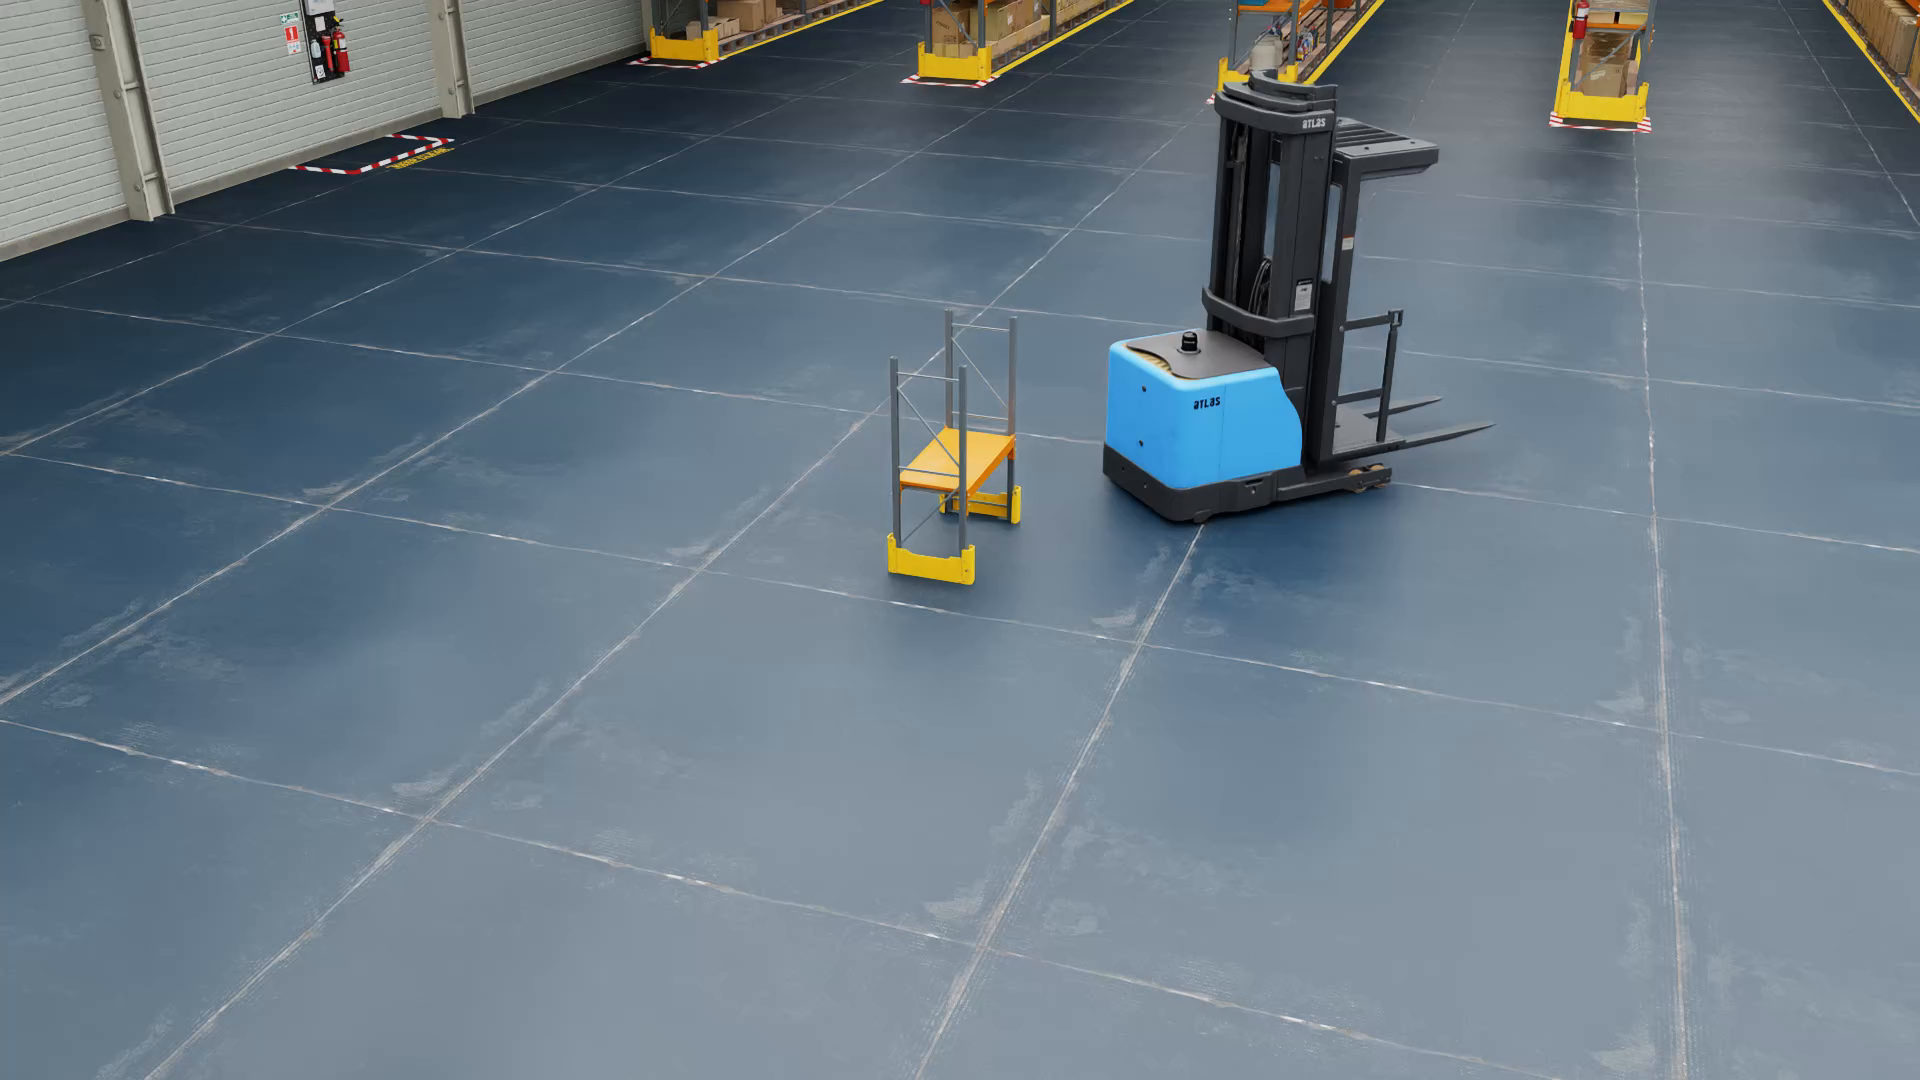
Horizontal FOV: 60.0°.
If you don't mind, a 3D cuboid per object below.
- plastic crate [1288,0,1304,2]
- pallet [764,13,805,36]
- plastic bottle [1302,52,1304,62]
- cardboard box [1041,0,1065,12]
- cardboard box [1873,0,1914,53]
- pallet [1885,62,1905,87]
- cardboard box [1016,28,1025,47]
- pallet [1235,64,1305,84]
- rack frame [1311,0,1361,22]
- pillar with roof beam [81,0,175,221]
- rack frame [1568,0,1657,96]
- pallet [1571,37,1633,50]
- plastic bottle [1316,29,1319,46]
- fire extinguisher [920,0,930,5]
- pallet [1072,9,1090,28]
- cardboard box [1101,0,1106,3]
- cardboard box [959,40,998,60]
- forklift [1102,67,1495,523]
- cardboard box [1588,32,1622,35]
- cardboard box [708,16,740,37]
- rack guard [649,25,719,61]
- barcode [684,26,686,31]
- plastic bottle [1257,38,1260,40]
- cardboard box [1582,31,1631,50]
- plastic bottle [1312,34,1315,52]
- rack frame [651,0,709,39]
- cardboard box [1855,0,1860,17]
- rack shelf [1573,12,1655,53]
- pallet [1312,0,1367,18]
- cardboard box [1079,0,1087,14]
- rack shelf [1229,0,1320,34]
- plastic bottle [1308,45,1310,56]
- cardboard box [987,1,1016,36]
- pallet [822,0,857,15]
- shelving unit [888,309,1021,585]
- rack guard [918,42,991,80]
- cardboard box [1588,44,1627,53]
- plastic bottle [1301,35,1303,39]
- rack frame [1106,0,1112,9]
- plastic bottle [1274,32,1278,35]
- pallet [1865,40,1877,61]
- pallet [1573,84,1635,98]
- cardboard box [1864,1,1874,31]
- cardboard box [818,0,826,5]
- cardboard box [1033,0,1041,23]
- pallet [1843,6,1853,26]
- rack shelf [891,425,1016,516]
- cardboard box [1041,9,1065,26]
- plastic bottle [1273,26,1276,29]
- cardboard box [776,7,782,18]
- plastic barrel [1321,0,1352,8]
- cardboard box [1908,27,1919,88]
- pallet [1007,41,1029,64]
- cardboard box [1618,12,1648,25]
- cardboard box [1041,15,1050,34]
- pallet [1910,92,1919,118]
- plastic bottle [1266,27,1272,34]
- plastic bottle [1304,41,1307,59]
[{"bbox_3d":[5.191,-8.377,25.636,0.298,0.136,0.250,9,27,17],"label":"plastic crate"},{"bbox_3d":[-3.612,-9.719,31.305,1.003,0.211,1.213,9,27,17],"label":"pallet"},{"bbox_3d":[5.521,-7.856,26.963,0.097,0.201,0.097,0,26,0],"label":"plastic bottle"},{"bbox_3d":[1.623,-9.876,30.459,0.500,0.311,0.500,9,27,18],"label":"cardboard box"},{"bbox_3d":[15.991,-8.563,27.817,1.050,0.750,0.750,9,27,18],"label":"cardboard box"},{"bbox_3d":[15.421,-7.413,26.541,1.003,0.211,1.213,9,27,17],"label":"pallet"},{"bbox_3d":[0.809,-8.650,28.571,0.500,0.250,0.500,9,27,17],"label":"cardboard box"},{"bbox_3d":[4.846,-7.291,26.290,1.003,0.211,1.213,9,27,17],"label":"pallet"},{"bbox_3d":[7.252,-11.462,31.706,1.000,3.000,0.127,9,27,17],"label":"rack frame"},{"bbox_3d":[-5.269,-7.169,15.954,9.100,9.000,0.400,9,27,17],"label":"pillar with roof beam"},{"bbox_3d":[9.260,-7.457,23.432,1.000,3.000,0.127,9,27,17],"label":"rack frame"},{"bbox_3d":[11.253,-8.669,29.135,1.003,0.211,1.213,9,27,17],"label":"pallet"},{"bbox_3d":[6.072,-8.549,28.300,0.061,0.283,0.133,10,28,20],"label":"plastic bottle"},{"bbox_3d":[-0.558,-8.879,26.458,0.296,0.674,0.183,9,27,17],"label":"fire extinguisher"},{"bbox_3d":[1.864,-10.095,32.081,1.003,0.211,1.213,9,27,17],"label":"pallet"},{"bbox_3d":[2.637,-10.882,33.181,0.500,0.250,0.500,9,27,19],"label":"cardboard box"},{"bbox_3d":[0.308,-8.034,27.299,0.500,0.250,0.500,9,27,17],"label":"cardboard box"},{"bbox_3d":[2.617,-1.861,11.954,3.031,2.935,1.130,-12,28,-23],"label":"forklift"},{"bbox_3d":[10.420,-8.006,26.953,0.500,0.500,0.500,8,27,16],"label":"cardboard box"},{"bbox_3d":[-4.248,-9.105,29.417,0.500,0.311,0.500,11,28,22],"label":"cardboard box"},{"bbox_3d":[-4.728,-8.518,28.492,1.175,0.500,0.348,9,27,17],"label":"rack guard"},{"bbox_3d":[-4.809,-8.940,29.066,0.001,0.075,0.075,9,27,17],"label":"barcode"},{"bbox_3d":[4.943,-8.122,27.427,0.152,0.276,0.135,8,27,16],"label":"plastic bottle"},{"bbox_3d":[10.816,-8.423,27.791,0.700,0.500,0.500,7,27,13],"label":"cardboard box"},{"bbox_3d":[5.899,-8.336,27.860,0.061,0.283,0.133,11,28,21],"label":"plastic bottle"},{"bbox_3d":[-4.753,-9.612,27.883,1.000,3.000,0.127,9,27,17],"label":"rack frame"},{"bbox_3d":[17.065,-9.991,31.053,0.500,0.500,0.500,9,27,18],"label":"cardboard box"},{"bbox_3d":[9.926,-7.955,25.286,1.077,0.370,4.000,9,27,17],"label":"rack shelf"},{"bbox_3d":[7.475,-10.537,32.995,1.003,0.211,1.213,9,27,17],"label":"pallet"},{"bbox_3d":[2.130,-10.252,31.879,0.500,0.250,0.500,9,27,18],"label":"cardboard box"},{"bbox_3d":[5.255,-8.673,26.770,1.077,0.370,4.000,9,27,17],"label":"rack shelf"},{"bbox_3d":[5.735,-8.120,27.509,0.097,0.201,0.097,0,26,0],"label":"plastic bottle"},{"bbox_3d":[0.627,-8.785,27.988,0.500,0.500,0.500,9,27,17],"label":"cardboard box"},{"bbox_3d":[-2.760,-10.823,33.586,1.003,0.211,1.213,9,27,17],"label":"pallet"},{"bbox_3d":[-0.025,-0.644,11.082,0.587,1.500,1.083,9,27,17],"label":"shelving unit"},{"bbox_3d":[-0.088,-7.760,26.927,1.175,0.500,0.348,9,27,17],"label":"rack guard"},{"bbox_3d":[9.877,-7.280,25.454,0.500,0.500,0.500,11,28,22],"label":"cardboard box"},{"bbox_3d":[5.702,-8.280,27.746,0.061,0.283,0.133,9,27,17],"label":"plastic bottle"},{"bbox_3d":[2.582,-12.182,33.192,1.000,3.000,0.127,9,27,17],"label":"rack frame"},{"bbox_3d":[5.326,-8.440,28.089,0.097,0.271,0.097,0,26,0],"label":"plastic bottle"},{"bbox_3d":[16.233,-8.415,28.612,1.003,0.211,1.213,9,27,17],"label":"pallet"},{"bbox_3d":[9.589,-6.562,24.783,1.003,0.211,1.213,9,27,17],"label":"pallet"},{"bbox_3d":[16.539,-9.356,29.741,0.500,0.500,0.500,9,27,17],"label":"cardboard box"},{"bbox_3d":[-3.068,-10.853,32.810,0.700,0.500,0.500,8,27,16],"label":"cardboard box"},{"bbox_3d":[1.125,-9.401,29.262,0.500,0.500,0.500,9,27,17],"label":"cardboard box"},{"bbox_3d":[17.639,-10.052,31.992,1.003,0.211,1.213,9,27,17],"label":"pallet"},{"bbox_3d":[-0.028,-0.478,11.153,0.538,0.185,1.000,9,27,17],"label":"rack shelf"},{"bbox_3d":[1.619,-9.620,30.573,0.500,0.250,0.500,8,27,16],"label":"cardboard box"},{"bbox_3d":[5.401,-8.721,28.670,0.097,0.271,0.097,0,26,0],"label":"plastic bottle"},{"bbox_3d":[-3.572,-9.954,31.336,0.380,0.166,0.250,5,26,11],"label":"cardboard box"},{"bbox_3d":[7.398,-10.878,32.507,0.600,0.830,0.708,9,27,17],"label":"plastic barrel"},{"bbox_3d":[14.960,-7.324,25.114,0.875,0.875,0.875,9,27,18],"label":"cardboard box"},{"bbox_3d":[0.542,-8.460,28.704,1.003,0.211,1.213,9,27,17],"label":"pallet"},{"bbox_3d":[9.580,-7.426,23.657,0.380,0.149,0.250,9,27,17],"label":"cardboard box"},{"bbox_3d":[1.303,-9.268,29.846,0.500,0.250,0.500,9,27,17],"label":"cardboard box"},{"bbox_3d":[14.504,-6.280,24.203,1.003,0.211,1.213,9,27,17],"label":"pallet"},{"bbox_3d":[5.198,-8.475,28.071,0.144,0.351,0.185,8,27,15],"label":"plastic bottle"},{"bbox_3d":[5.634,-8.027,27.236,0.097,0.271,0.097,0,26,0],"label":"plastic bottle"}]
